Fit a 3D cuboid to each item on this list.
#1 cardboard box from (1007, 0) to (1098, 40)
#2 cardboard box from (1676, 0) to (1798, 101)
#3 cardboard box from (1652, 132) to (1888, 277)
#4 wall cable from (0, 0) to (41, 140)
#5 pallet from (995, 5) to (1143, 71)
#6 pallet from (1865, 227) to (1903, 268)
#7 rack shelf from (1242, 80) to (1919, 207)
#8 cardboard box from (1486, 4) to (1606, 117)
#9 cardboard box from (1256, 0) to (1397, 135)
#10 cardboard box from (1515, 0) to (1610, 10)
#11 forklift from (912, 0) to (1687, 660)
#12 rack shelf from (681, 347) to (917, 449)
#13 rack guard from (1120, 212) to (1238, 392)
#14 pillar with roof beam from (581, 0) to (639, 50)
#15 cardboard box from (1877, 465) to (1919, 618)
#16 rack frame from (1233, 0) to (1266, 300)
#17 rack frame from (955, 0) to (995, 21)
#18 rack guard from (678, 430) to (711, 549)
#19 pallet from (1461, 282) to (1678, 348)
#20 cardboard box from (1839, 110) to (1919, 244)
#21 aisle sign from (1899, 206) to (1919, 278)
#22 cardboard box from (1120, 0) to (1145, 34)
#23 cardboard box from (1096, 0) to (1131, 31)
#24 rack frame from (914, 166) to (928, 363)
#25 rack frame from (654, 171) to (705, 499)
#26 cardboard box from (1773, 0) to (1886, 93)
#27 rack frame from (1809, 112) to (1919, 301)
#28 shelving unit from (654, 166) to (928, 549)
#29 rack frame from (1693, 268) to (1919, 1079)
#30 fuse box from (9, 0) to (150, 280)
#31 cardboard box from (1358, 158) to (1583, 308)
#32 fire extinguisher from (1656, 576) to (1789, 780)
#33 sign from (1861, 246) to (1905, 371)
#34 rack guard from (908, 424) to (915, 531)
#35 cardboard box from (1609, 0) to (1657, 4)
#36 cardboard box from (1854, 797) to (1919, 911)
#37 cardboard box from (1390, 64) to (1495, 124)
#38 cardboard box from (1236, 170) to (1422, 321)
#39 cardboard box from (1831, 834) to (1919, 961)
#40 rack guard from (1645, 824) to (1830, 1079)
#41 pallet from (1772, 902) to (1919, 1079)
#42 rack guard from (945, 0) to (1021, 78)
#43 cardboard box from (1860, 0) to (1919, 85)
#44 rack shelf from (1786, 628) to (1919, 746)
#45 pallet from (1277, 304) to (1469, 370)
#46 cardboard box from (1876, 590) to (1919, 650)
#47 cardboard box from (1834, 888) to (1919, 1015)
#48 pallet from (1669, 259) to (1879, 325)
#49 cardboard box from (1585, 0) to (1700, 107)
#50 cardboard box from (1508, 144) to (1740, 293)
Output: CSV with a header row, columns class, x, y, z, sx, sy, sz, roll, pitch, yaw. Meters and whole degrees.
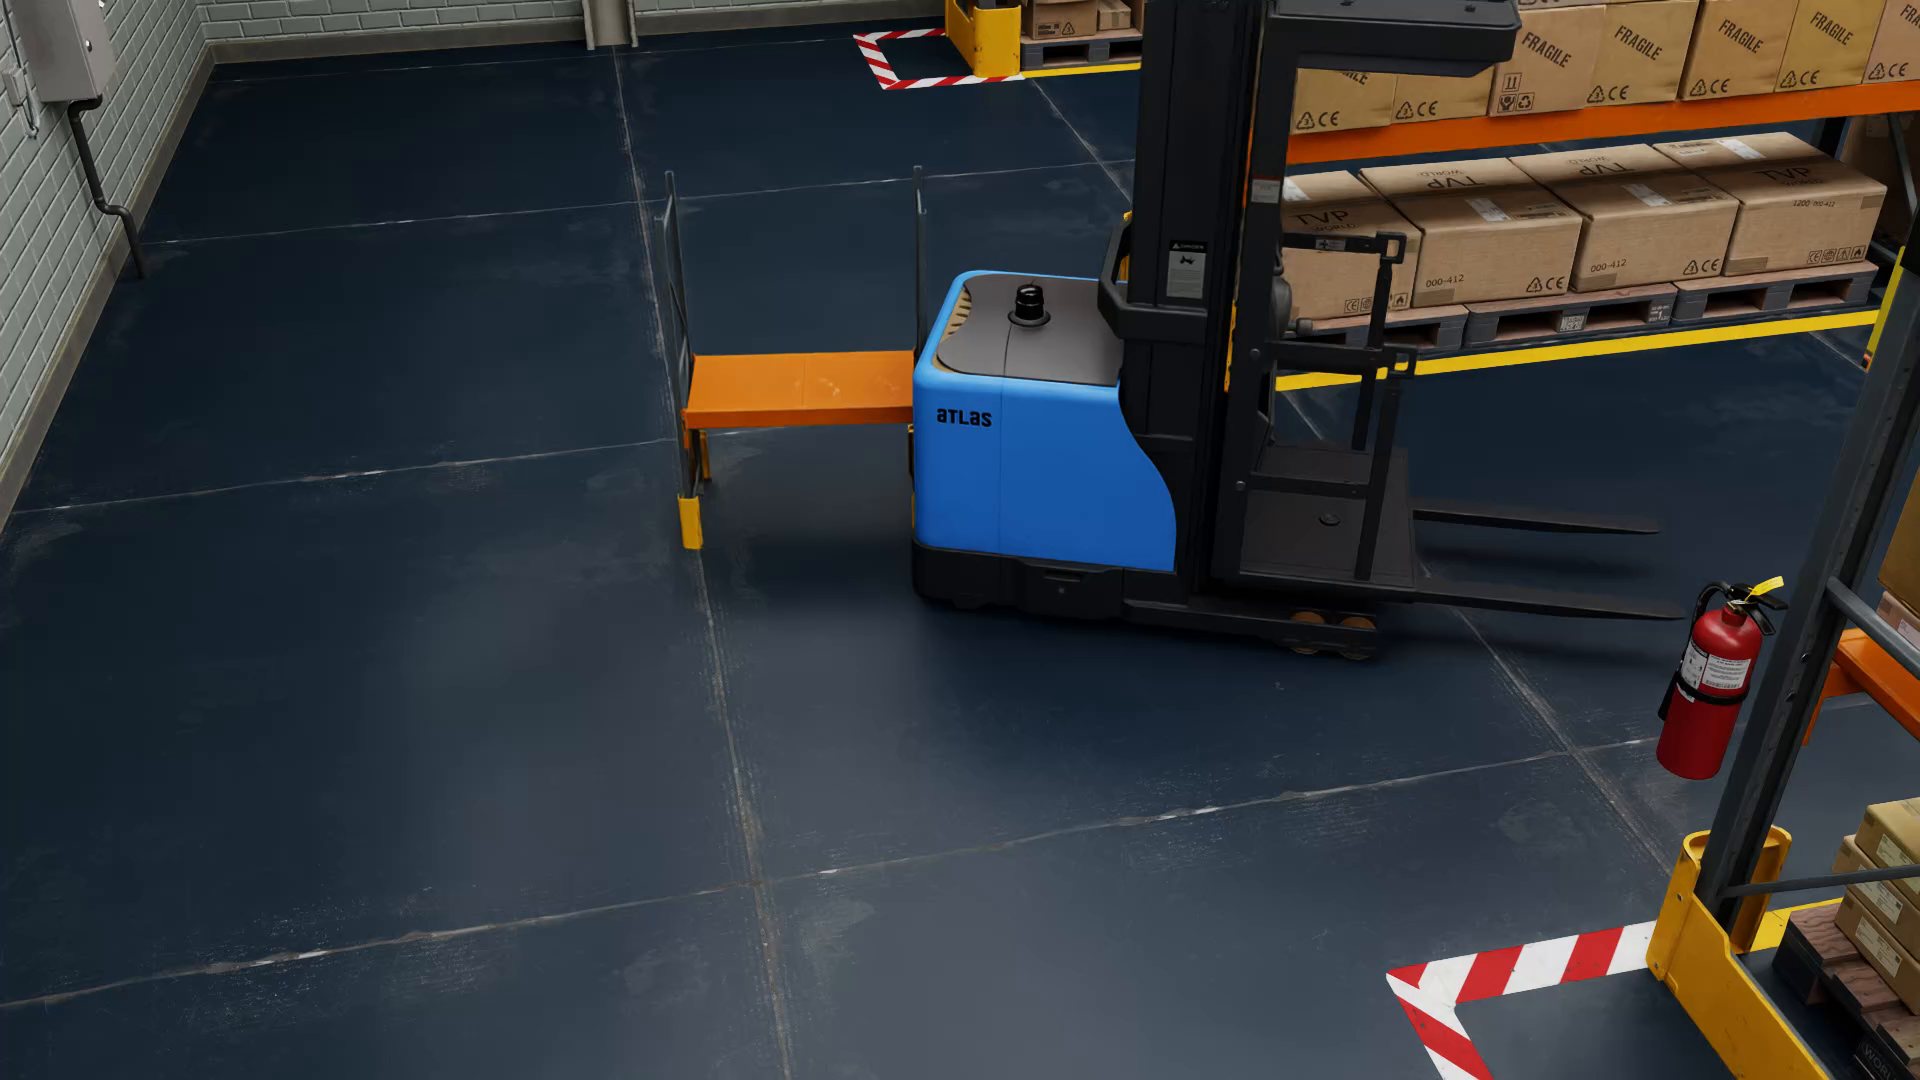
class,x,y,z,sx,sy,sz,roll,pitch,yaw
cardboard box,0.708,-4.166,12.629,0.637,0.503,0.797,-9,35,-12
cardboard box,3.706,-2.508,8.206,0.500,0.500,0.500,-8,35,-11
cardboard box,4.454,-1.890,9.298,0.875,0.438,0.875,-8,35,-11
wall cable,-4.630,-2.792,7.808,0.122,1.984,0.588,-7,35,-11
pallet,0.942,-3.954,12.953,1.213,0.211,1.003,-7,35,-11
pallet,5.826,-1.777,9.708,1.213,0.211,1.003,-7,35,-11
rack shelf,3.139,-2.254,8.563,4.000,0.370,1.077,-7,35,-11
cardboard box,2.708,-2.382,8.017,0.500,0.500,0.500,-7,35,-11
cardboard box,1.720,-2.252,7.824,0.500,0.500,0.500,-7,35,-11
cardboard box,2.722,-2.803,7.748,0.500,0.500,0.500,-7,35,-11
forklift,1.372,-1.069,6.212,3.031,2.935,1.130,6,34,9
rack shelf,-0.668,-0.616,7.145,1.000,0.185,0.538,-2,34,-3
rack guard,1.165,-1.266,8.688,0.348,0.500,1.175,-7,35,-11
pillar with roof beam,-1.789,-5.314,7.093,0.400,9.000,9.100,-7,35,-11
cardboard box,2.761,0.011,4.185,0.500,0.500,0.500,-6,34,-10
rack frame,1.189,-2.307,7.996,0.127,3.000,1.000,-7,35,-11
rack frame,0.090,-5.004,12.015,0.127,3.000,1.000,-7,35,-11
rack guard,-1.174,-0.230,7.369,0.087,0.250,0.587,-2,34,-3
pallet,3.139,-1.438,9.203,1.213,0.211,1.003,-7,35,-11
cardboard box,5.677,-2.211,9.382,0.875,0.875,0.875,-6,34,-9
aisle sign,2.242,-0.863,3.511,0.004,0.787,0.394,-7,35,-11
cardboard box,1.550,-4.248,12.755,0.500,0.500,0.700,-6,34,-9
cardboard box,1.131,-4.050,12.774,0.250,0.149,0.380,-9,35,-12
rack frame,-0.160,-0.781,7.069,0.032,1.500,0.500,-2,34,-3
rack frame,-1.175,-0.749,7.021,0.032,1.500,0.500,-2,34,-3
cardboard box,4.194,-2.578,8.310,0.500,0.500,0.500,-8,35,-12
rack frame,5.090,-2.799,8.729,0.127,3.000,1.000,-7,35,-11
shelving unit,-0.677,-0.765,7.044,1.083,1.500,0.587,-2,34,-3
rack frame,2.379,0.371,4.005,0.127,3.000,1.000,-7,35,-11
fuse box,-4.627,-2.226,9.031,0.414,1.711,0.539,-7,35,-11
cardboard box,2.701,-1.670,8.969,0.875,0.438,0.875,-6,34,-9
fire extinguisher,2.032,0.338,4.459,0.183,0.674,0.296,-7,35,-11
sign,2.276,-0.545,4.048,0.005,0.325,0.100,-7,35,-11
rack guard,-0.180,-0.262,7.416,0.087,0.250,0.587,-2,34,-3
cardboard box,3.209,-2.865,7.840,0.500,0.500,0.500,-7,35,-10
cardboard box,2.840,0.930,4.819,0.250,0.149,0.380,-7,34,-10
cardboard box,2.207,-2.329,7.939,0.500,0.500,0.500,-8,35,-11
cardboard box,1.810,-1.553,8.795,0.875,0.438,0.875,-8,35,-12
cardboard box,2.831,1.037,4.928,0.250,0.149,0.380,-8,35,-12
rack guard,2.453,1.399,4.716,0.348,0.500,1.175,-7,35,-11
pallet,3.254,1.439,4.917,1.213,0.211,1.003,-7,35,-11
rack guard,0.164,-3.976,12.726,0.348,0.500,1.175,-7,35,-11
cardboard box,4.694,-2.644,8.409,0.500,0.500,0.500,-7,34,-10
rack shelf,4.330,0.424,4.572,4.000,0.370,1.077,-7,35,-11
pallet,1.951,-1.290,8.983,1.213,0.211,1.003,-7,35,-11
cardboard box,2.635,0.281,4.364,0.250,0.149,0.380,-7,35,-10
cardboard box,2.847,1.202,4.948,0.250,0.149,0.380,-7,34,-10
pallet,4.331,-1.590,9.430,1.213,0.211,1.003,-7,35,-11
cardboard box,3.192,-2.452,8.123,0.500,0.500,0.500,-6,34,-9
cardboard box,3.581,-1.780,9.133,0.875,0.438,0.875,-8,35,-12
